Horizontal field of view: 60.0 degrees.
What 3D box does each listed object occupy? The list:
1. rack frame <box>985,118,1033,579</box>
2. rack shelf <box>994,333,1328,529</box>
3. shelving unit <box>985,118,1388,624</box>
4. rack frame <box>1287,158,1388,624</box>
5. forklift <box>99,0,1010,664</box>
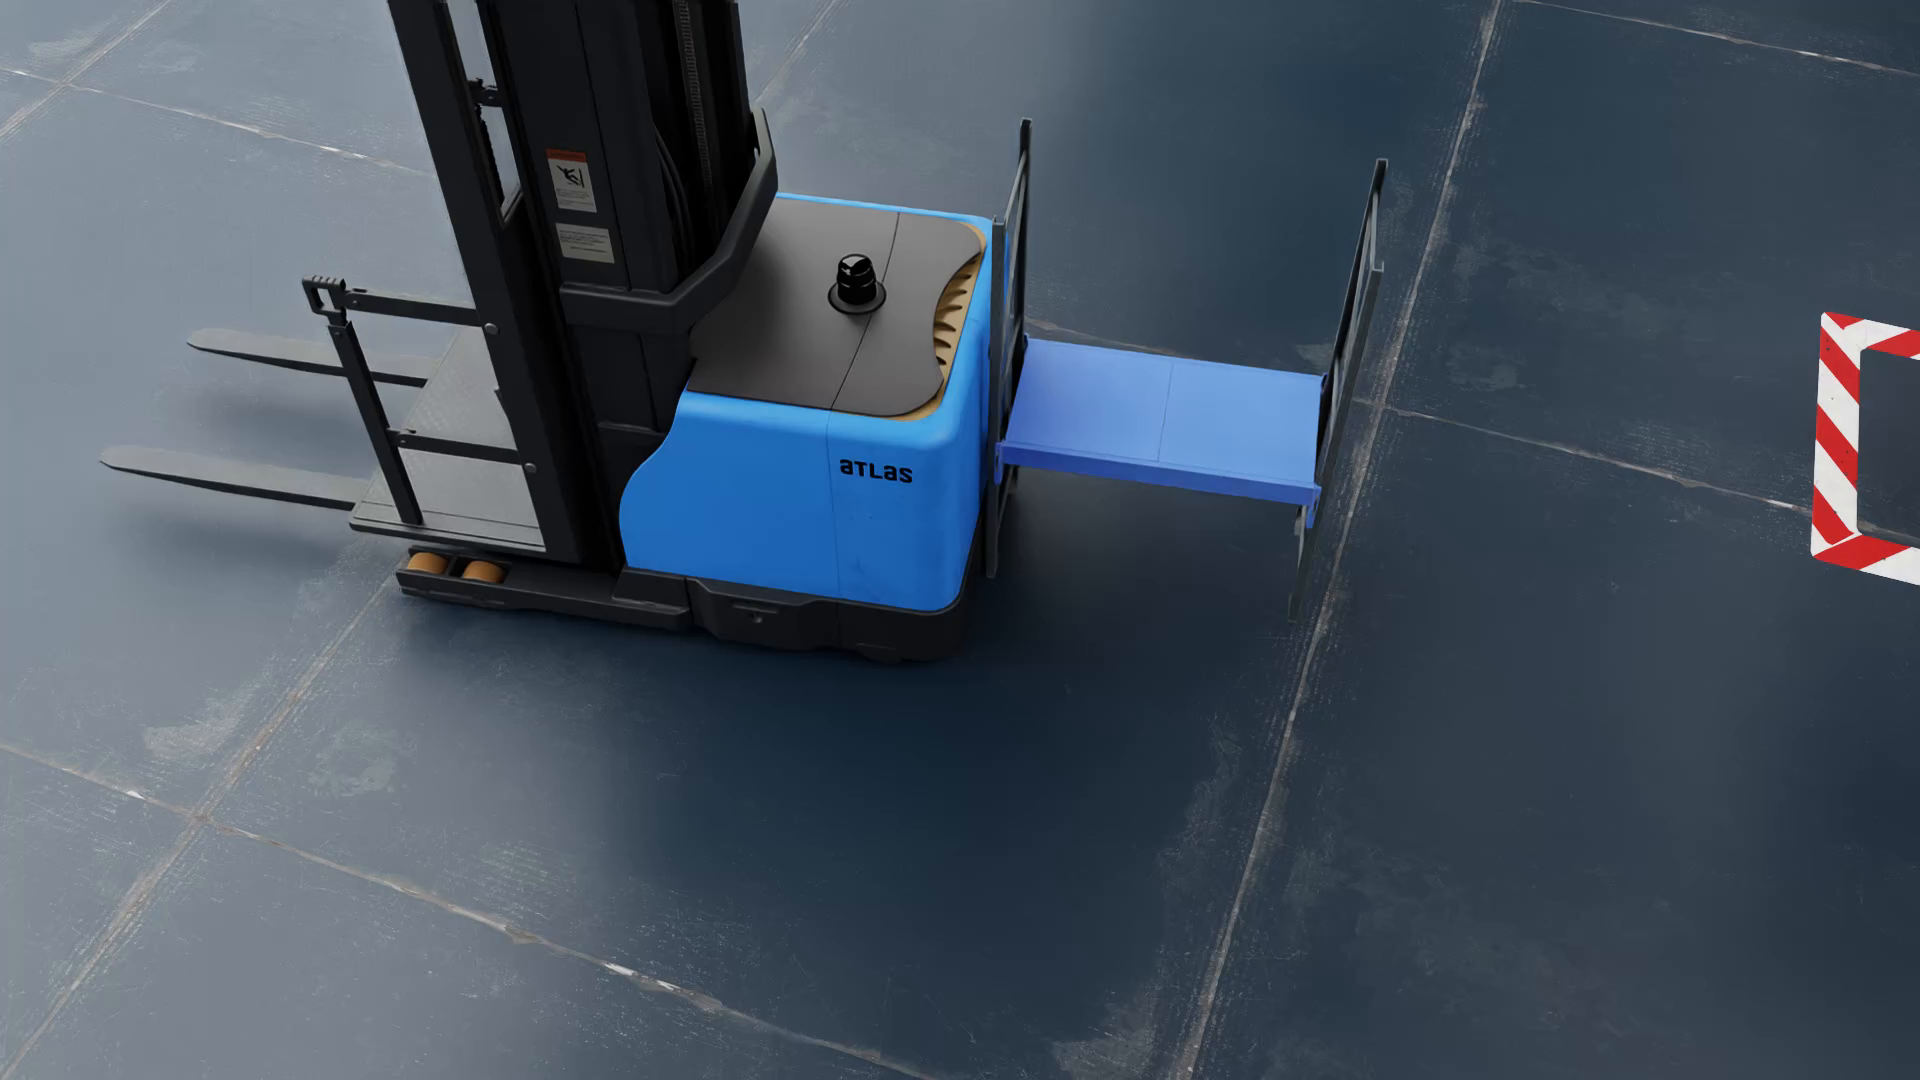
[{"bbox_3d":[0.149,-0.547,5.232,0.032,1.500,0.500,8,50,7],"label":"rack frame"},{"bbox_3d":[0.648,-0.357,5.305,1.000,0.185,0.538,8,50,7],"label":"rack shelf"},{"bbox_3d":[0.648,-0.475,5.169,1.048,1.500,0.538,8,50,7],"label":"shelving unit"},{"bbox_3d":[1.147,-0.402,5.106,0.032,1.500,0.500,8,50,7],"label":"rack frame"},{"bbox_3d":[-1.399,-1.116,4.778,3.031,2.935,1.130,8,50,7],"label":"forklift"}]
